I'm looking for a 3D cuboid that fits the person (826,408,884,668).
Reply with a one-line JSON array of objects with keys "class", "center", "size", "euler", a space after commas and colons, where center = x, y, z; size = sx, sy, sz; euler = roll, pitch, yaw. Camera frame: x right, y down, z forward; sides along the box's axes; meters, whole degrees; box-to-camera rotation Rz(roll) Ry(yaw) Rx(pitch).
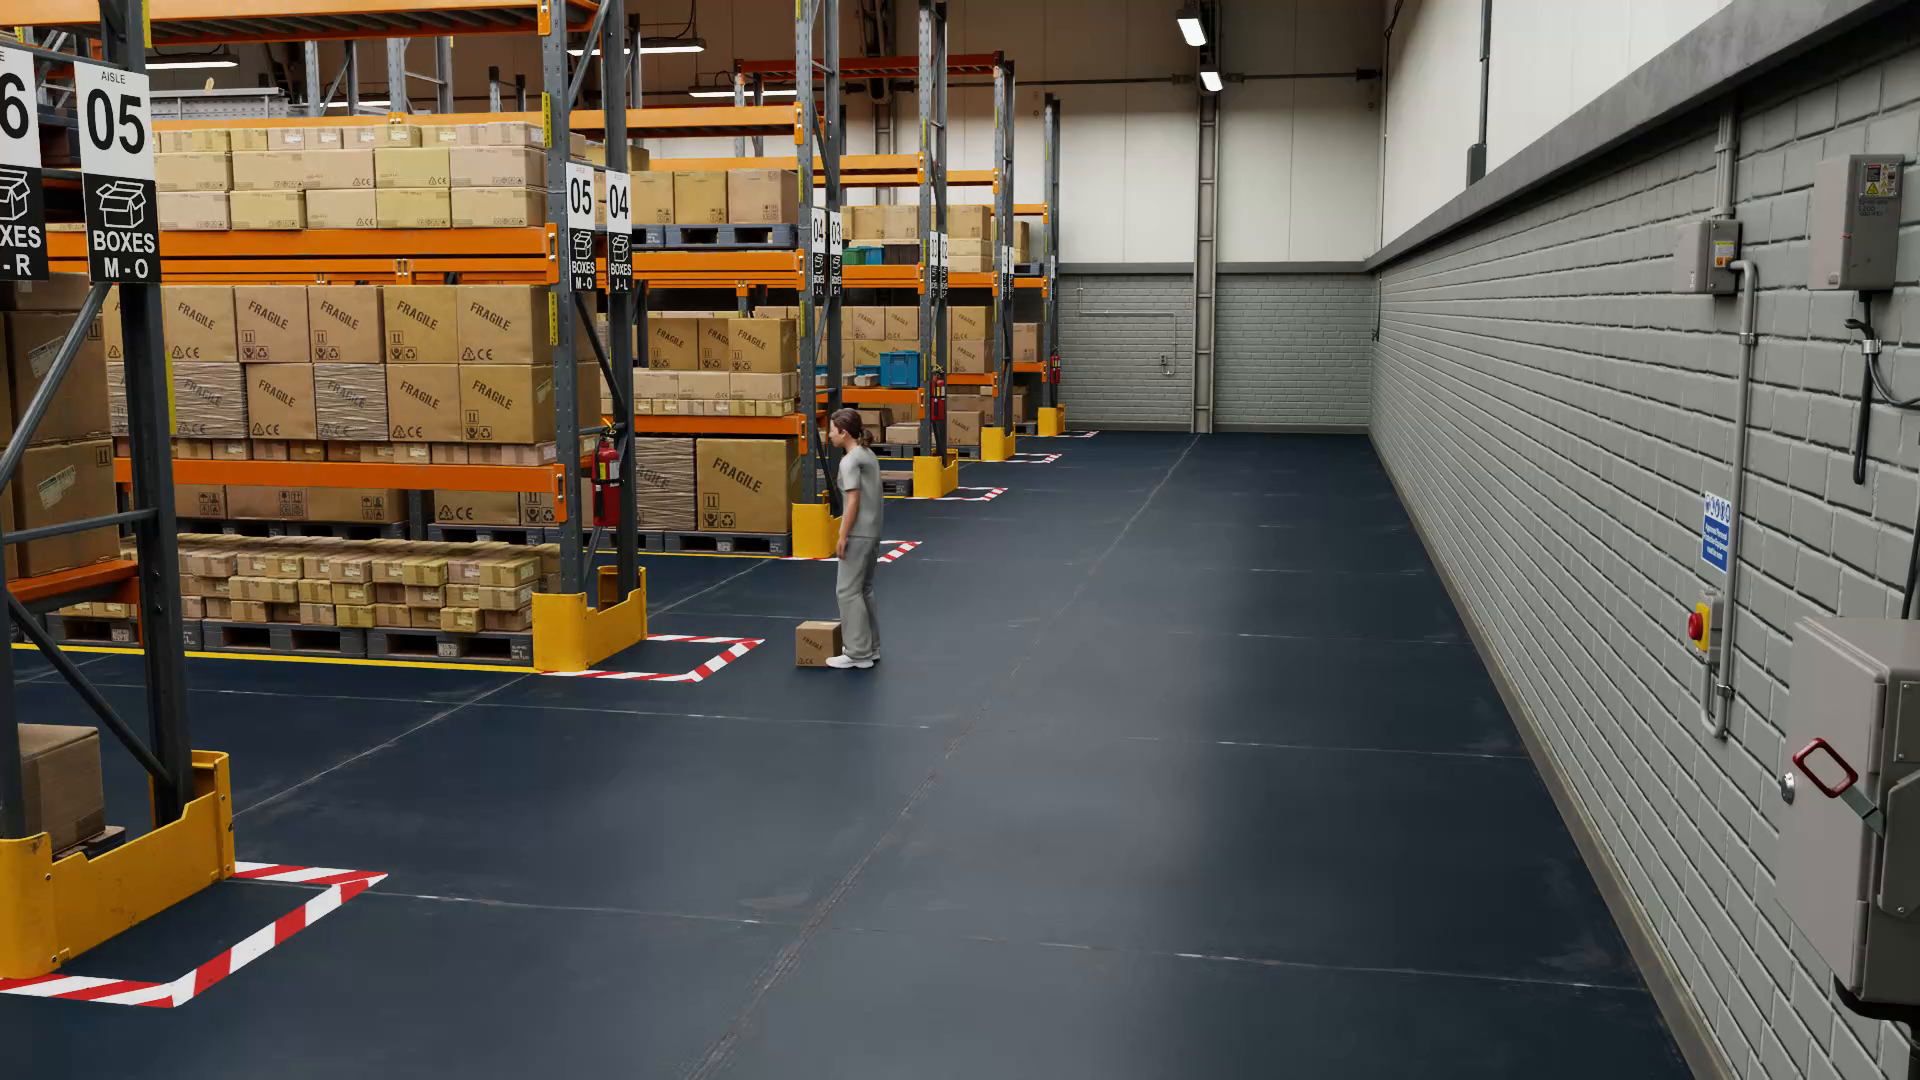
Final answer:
[{"class": "person", "center": [-0.677, -0.019, 10.757], "size": [0.358, 1.673, 0.486], "euler": [2, 8, 12]}]
